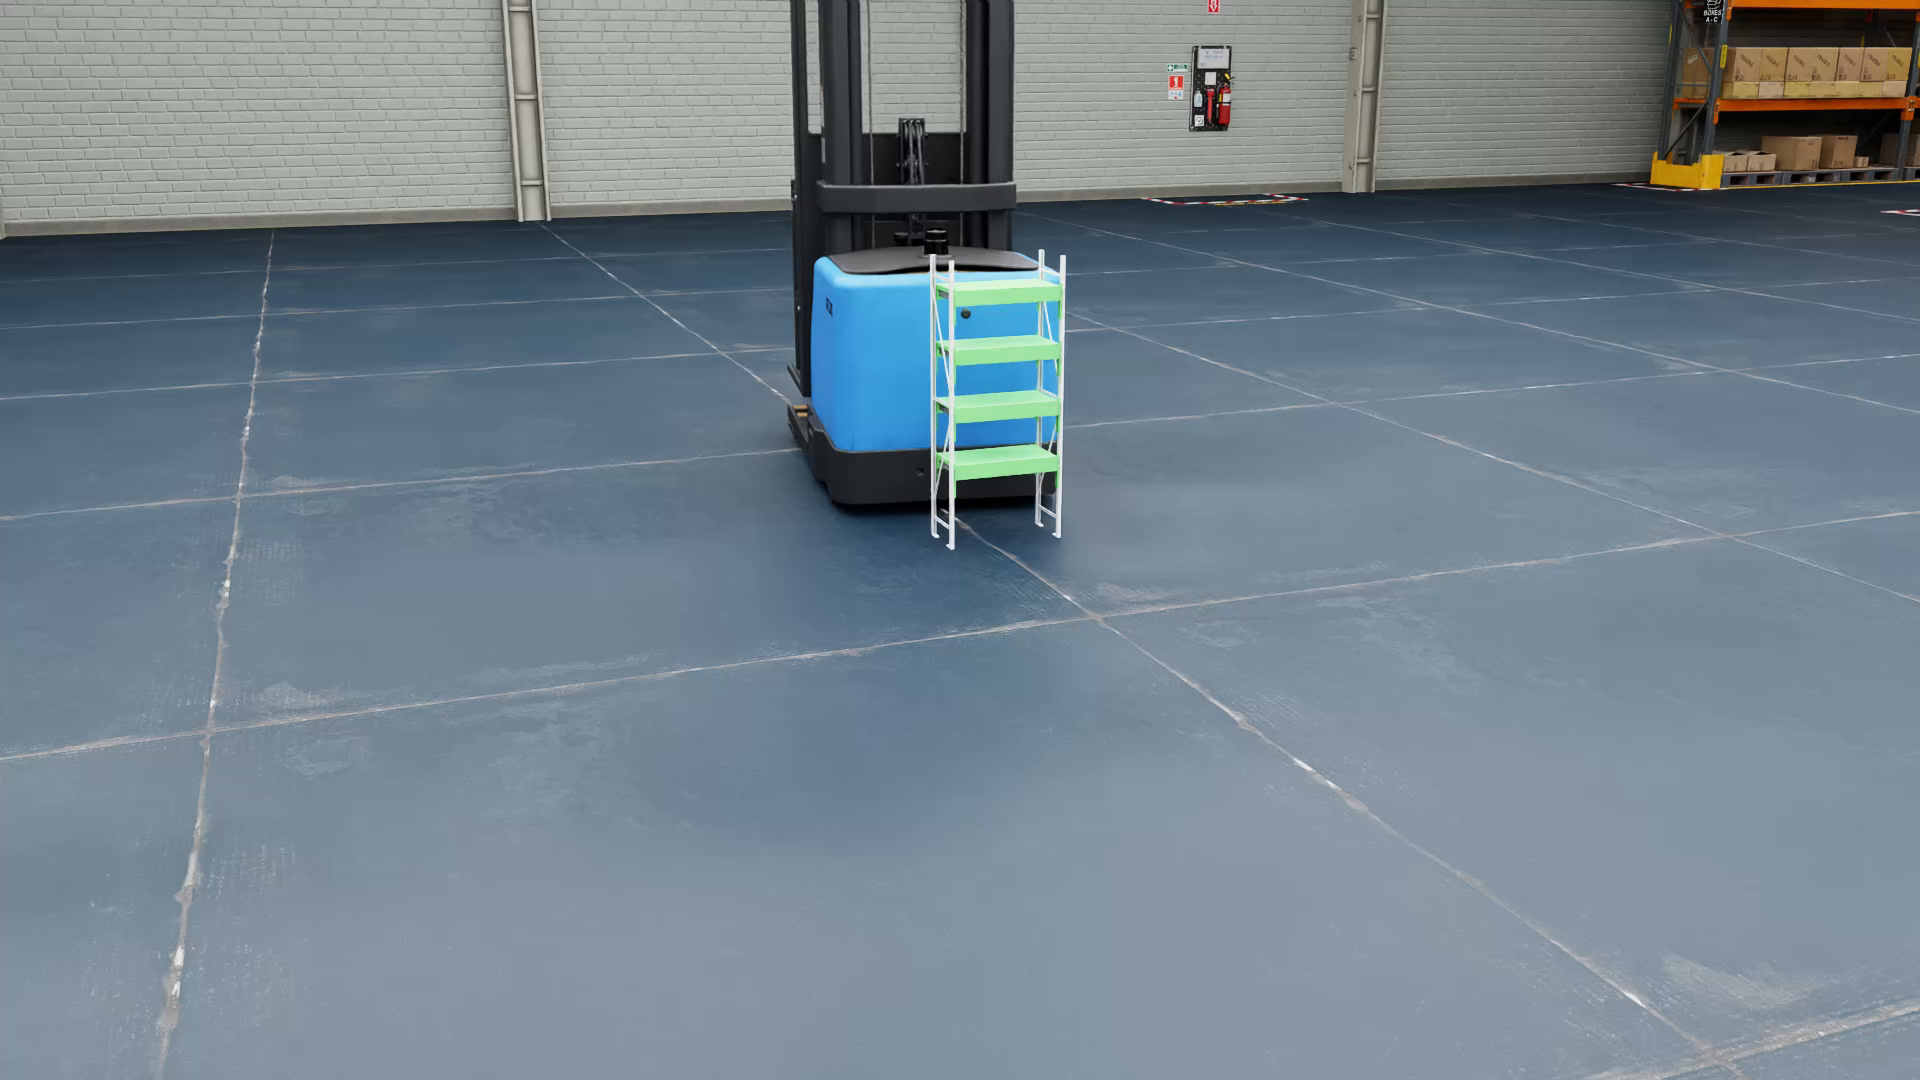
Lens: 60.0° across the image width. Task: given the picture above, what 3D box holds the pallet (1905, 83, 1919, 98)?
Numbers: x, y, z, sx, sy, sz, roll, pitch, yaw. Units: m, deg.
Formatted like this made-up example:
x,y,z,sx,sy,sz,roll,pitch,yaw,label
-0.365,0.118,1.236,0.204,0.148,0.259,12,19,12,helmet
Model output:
x,y,z,sx,sy,sz,roll,pitch,yaw,label
15.675,-7.278,26.899,1.213,0.211,1.003,-6,17,-20,pallet

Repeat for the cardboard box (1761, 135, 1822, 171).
x,y,z,sx,sy,sz,roll,pitch,yaw,label
13.087,-6.104,26.216,0.500,0.500,0.700,-7,18,-24,cardboard box

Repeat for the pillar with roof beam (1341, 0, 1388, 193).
x,y,z,sx,sy,sz,roll,pitch,yaw,label
7.456,-8.367,19.619,0.400,9.000,9.100,-6,17,-20,pillar with roof beam

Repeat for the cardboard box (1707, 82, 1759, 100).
x,y,z,sx,sy,sz,roll,pitch,yaw,label
11.743,-6.831,25.268,0.500,0.250,0.500,-7,18,-22,cardboard box

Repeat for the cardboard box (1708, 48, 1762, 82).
x,y,z,sx,sy,sz,roll,pitch,yaw,label
11.727,-7.194,25.174,0.500,0.500,0.500,-6,17,-20,cardboard box

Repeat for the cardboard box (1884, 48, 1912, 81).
x,y,z,sx,sy,sz,roll,pitch,yaw,label
14.578,-7.500,26.213,0.500,0.500,0.500,-6,17,-20,cardboard box

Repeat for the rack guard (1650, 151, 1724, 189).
x,y,z,sx,sy,sz,roll,pitch,yaw,label
11.245,-5.736,25.745,0.348,0.500,1.175,-6,17,-20,rack guard

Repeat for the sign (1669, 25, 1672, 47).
x,y,z,sx,sy,sz,roll,pitch,yaw,label
10.994,-7.783,25.663,0.005,0.325,0.100,-6,17,-20,sign

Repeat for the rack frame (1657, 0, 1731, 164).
x,y,z,sx,sy,sz,roll,pitch,yaw,label
11.174,-6.928,25.366,0.127,3.000,1.000,-6,17,-20,rack frame

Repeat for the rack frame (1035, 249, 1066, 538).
x,y,z,sx,sy,sz,roll,pitch,yaw,label
0.382,-0.617,7.070,0.015,1.200,0.240,-6,17,-20,rack frame

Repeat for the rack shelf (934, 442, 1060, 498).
x,y,z,sx,sy,sz,roll,pitch,yaw,label
0.155,-0.301,7.072,0.480,0.148,0.258,-6,17,-20,rack shelf

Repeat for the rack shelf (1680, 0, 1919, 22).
x,y,z,sx,sy,sz,roll,pitch,yaw,label
13.041,-8.224,25.732,4.000,0.370,1.077,-6,17,-20,rack shelf

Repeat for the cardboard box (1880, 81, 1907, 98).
x,y,z,sx,sy,sz,roll,pitch,yaw,label
14.575,-7.141,26.324,0.500,0.250,0.500,-6,17,-20,cardboard box

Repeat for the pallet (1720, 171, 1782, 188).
x,y,z,sx,sy,sz,roll,pitch,yaw,label
12.016,-5.670,26.033,1.213,0.211,1.003,-6,17,-20,pallet

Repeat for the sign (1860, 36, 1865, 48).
x,y,z,sx,sy,sz,roll,pitch,yaw,label
14.707,-8.032,27.073,0.005,0.325,0.100,-6,17,-20,sign

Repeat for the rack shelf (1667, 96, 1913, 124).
x,y,z,sx,sy,sz,roll,pitch,yaw,label
13.041,-6.784,26.154,4.000,0.370,1.077,-6,17,-20,rack shelf

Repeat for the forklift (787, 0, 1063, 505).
x,y,z,sx,sy,sz,roll,pitch,yaw,label
-0.325,-1.935,8.487,1.130,2.935,3.031,-3,17,-11,forklift

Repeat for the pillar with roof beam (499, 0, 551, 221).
x,y,z,sx,sy,sz,roll,pitch,yaw,label
-3.750,-7.157,15.499,0.400,9.000,9.100,-6,17,-20,pillar with roof beam

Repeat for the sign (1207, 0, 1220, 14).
x,y,z,sx,sy,sz,roll,pitch,yaw,label
3.551,-7.520,23.267,0.199,0.298,0.001,-6,17,-20,sign

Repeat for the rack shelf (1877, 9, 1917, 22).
x,y,z,sx,sy,sz,roll,pitch,yaw,label
16.776,-8.627,27.105,4.000,0.370,1.077,-6,17,-20,rack shelf

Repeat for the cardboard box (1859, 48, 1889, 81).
x,y,z,sx,sy,sz,roll,pitch,yaw,label
14.114,-7.448,26.036,0.500,0.500,0.500,-6,17,-20,cardboard box

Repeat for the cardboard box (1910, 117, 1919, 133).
x,y,z,sx,sy,sz,roll,pitch,yaw,label
16.000,-6.827,27.346,0.500,0.250,0.500,-7,18,-21,cardboard box

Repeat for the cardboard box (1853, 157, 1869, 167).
x,y,z,sx,sy,sz,roll,pitch,yaw,label
14.420,-6.121,26.866,0.250,0.166,0.380,-9,18,-27,cardboard box

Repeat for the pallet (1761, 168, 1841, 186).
x,y,z,sx,sy,sz,roll,pitch,yaw,label
13.153,-5.792,26.448,1.213,0.211,1.003,-6,17,-20,pallet

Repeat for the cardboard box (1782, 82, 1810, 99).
x,y,z,sx,sy,sz,roll,pitch,yaw,label
12.701,-6.937,25.628,0.500,0.250,0.500,-6,18,-21,cardboard box

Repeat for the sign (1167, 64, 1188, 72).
x,y,z,sx,sy,sz,roll,pitch,yaw,label
3.048,-6.623,23.324,0.331,0.109,0.001,-6,17,-20,sign

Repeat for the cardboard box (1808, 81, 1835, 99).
x,y,z,sx,sy,sz,roll,pitch,yaw,label
13.173,-6.988,25.800,0.500,0.250,0.500,-6,17,-20,cardboard box

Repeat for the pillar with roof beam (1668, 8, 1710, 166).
x,y,z,sx,sy,sz,roll,pitch,yaw,label
13.058,-8.972,21.679,0.400,9.000,9.100,-6,17,-20,pillar with roof beam

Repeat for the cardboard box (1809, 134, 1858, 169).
x,y,z,sx,sy,sz,roll,pitch,yaw,label
13.954,-6.228,26.638,0.500,0.500,0.500,-8,18,-24,cardboard box

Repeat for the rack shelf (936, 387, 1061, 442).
x,y,z,sx,sy,sz,roll,pitch,yaw,label
0.155,-0.531,7.004,0.480,0.148,0.258,-6,17,-20,rack shelf

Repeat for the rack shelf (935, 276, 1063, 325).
x,y,z,sx,sy,sz,roll,pitch,yaw,label
0.155,-0.992,6.869,0.480,0.148,0.258,-6,17,-20,rack shelf

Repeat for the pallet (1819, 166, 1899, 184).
x,y,z,sx,sy,sz,roll,pitch,yaw,label
14.294,-5.916,26.870,1.213,0.211,1.003,-6,17,-20,pallet

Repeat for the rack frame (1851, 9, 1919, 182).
x,y,z,sx,sy,sz,roll,pitch,yaw,label
14.909,-7.331,26.740,0.127,3.000,1.000,-6,17,-20,rack frame

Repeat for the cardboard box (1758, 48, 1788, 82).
x,y,z,sx,sy,sz,roll,pitch,yaw,label
12.192,-7.242,25.334,0.500,0.500,0.500,-6,17,-20,cardboard box

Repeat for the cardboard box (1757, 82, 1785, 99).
x,y,z,sx,sy,sz,roll,pitch,yaw,label
12.223,-6.887,25.459,0.500,0.250,0.500,-7,18,-22,cardboard box

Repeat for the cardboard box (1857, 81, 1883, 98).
x,y,z,sx,sy,sz,roll,pitch,yaw,label
14.107,-7.093,26.160,0.500,0.250,0.500,-6,17,-20,cardboard box

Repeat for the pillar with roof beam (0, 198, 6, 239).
x,y,z,sx,sy,sz,roll,pitch,yaw,label
-9.353,-6.552,13.440,0.400,9.000,9.100,-6,17,-20,pillar with roof beam

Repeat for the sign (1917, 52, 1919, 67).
x,y,z,sx,sy,sz,roll,pitch,yaw,label
15.110,-7.605,26.134,0.005,0.325,0.100,-6,17,-20,sign

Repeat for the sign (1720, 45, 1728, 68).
x,y,z,sx,sy,sz,roll,pitch,yaw,label
11.368,-7.201,24.758,0.005,0.325,0.100,-6,17,-20,sign

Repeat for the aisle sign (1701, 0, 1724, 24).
x,y,z,sx,sy,sz,roll,pitch,yaw,label
11.214,-8.089,24.707,0.004,0.787,0.394,-6,17,-20,aisle sign

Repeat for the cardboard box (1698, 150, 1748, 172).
x,y,z,sx,sy,sz,roll,pitch,yaw,label
11.852,-5.895,25.840,0.500,0.311,0.500,-8,18,-26,cardboard box

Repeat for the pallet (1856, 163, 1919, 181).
x,y,z,sx,sy,sz,roll,pitch,yaw,label
15.635,-6.072,27.401,1.213,0.211,1.003,-6,17,-20,pallet

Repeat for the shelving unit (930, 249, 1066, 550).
x,y,z,sx,sy,sz,roll,pitch,yaw,label
0.155,-0.592,6.986,0.503,1.200,0.258,-6,17,-20,shelving unit

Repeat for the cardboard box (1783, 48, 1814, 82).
x,y,z,sx,sy,sz,roll,pitch,yaw,label
12.677,-7.292,25.506,0.500,0.500,0.500,-7,18,-22,cardboard box

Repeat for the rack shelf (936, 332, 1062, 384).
x,y,z,sx,sy,sz,roll,pitch,yaw,label
0.155,-0.761,6.936,0.480,0.148,0.258,-6,17,-20,rack shelf

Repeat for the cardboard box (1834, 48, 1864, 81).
x,y,z,sx,sy,sz,roll,pitch,yaw,label
13.640,-7.400,25.873,0.500,0.500,0.500,-7,18,-22,cardboard box

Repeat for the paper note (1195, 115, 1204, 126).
x,y,z,sx,sy,sz,roll,pitch,yaw,label
3.404,-5.960,23.633,0.142,0.148,0.016,-6,17,-20,paper note

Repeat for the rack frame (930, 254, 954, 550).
x,y,z,sx,sy,sz,roll,pitch,yaw,label
-0.073,-0.568,6.902,0.015,1.200,0.240,-6,17,-20,rack frame

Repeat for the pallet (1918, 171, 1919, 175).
x,y,z,sx,sy,sz,roll,pitch,yaw,label
16.776,-6.196,27.824,1.213,0.211,1.003,-6,17,-20,pallet

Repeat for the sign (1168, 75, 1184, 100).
x,y,z,sx,sy,sz,roll,pitch,yaw,label
3.041,-6.371,23.405,0.234,0.329,0.001,-6,17,-20,sign

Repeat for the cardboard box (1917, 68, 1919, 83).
x,y,z,sx,sy,sz,roll,pitch,yaw,label
15.396,-7.633,26.808,0.500,0.500,0.700,-6,17,-20,cardboard box

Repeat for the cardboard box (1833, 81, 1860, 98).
x,y,z,sx,sy,sz,roll,pitch,yaw,label
13.643,-7.039,25.974,0.500,0.250,0.500,-6,17,-20,cardboard box

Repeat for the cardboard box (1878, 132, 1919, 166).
x,y,z,sx,sy,sz,roll,pitch,yaw,label
15.590,-6.422,27.298,0.500,0.500,0.700,-6,17,-18,cardboard box

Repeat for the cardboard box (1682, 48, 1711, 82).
x,y,z,sx,sy,sz,roll,pitch,yaw,label
11.538,-7.329,25.631,0.500,0.500,0.500,-6,18,-21,cardboard box

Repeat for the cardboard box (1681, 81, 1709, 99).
x,y,z,sx,sy,sz,roll,pitch,yaw,label
11.541,-6.964,25.719,0.500,0.250,0.500,-6,17,-19,cardboard box

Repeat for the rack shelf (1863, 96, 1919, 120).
x,y,z,sx,sy,sz,roll,pitch,yaw,label
16.776,-7.188,27.528,4.000,0.370,1.077,-6,17,-20,rack shelf

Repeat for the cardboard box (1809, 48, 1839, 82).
x,y,z,sx,sy,sz,roll,pitch,yaw,label
13.155,-7.347,25.694,0.500,0.500,0.500,-6,17,-18,cardboard box

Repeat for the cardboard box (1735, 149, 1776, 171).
x,y,z,sx,sy,sz,roll,pitch,yaw,label
12.384,-5.952,26.036,0.500,0.311,0.500,-5,17,-15,cardboard box

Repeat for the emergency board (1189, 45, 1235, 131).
x,y,z,sx,sy,sz,roll,pitch,yaw,label
3.594,-6.382,23.508,0.643,1.169,0.194,-6,17,-20,emergency board
